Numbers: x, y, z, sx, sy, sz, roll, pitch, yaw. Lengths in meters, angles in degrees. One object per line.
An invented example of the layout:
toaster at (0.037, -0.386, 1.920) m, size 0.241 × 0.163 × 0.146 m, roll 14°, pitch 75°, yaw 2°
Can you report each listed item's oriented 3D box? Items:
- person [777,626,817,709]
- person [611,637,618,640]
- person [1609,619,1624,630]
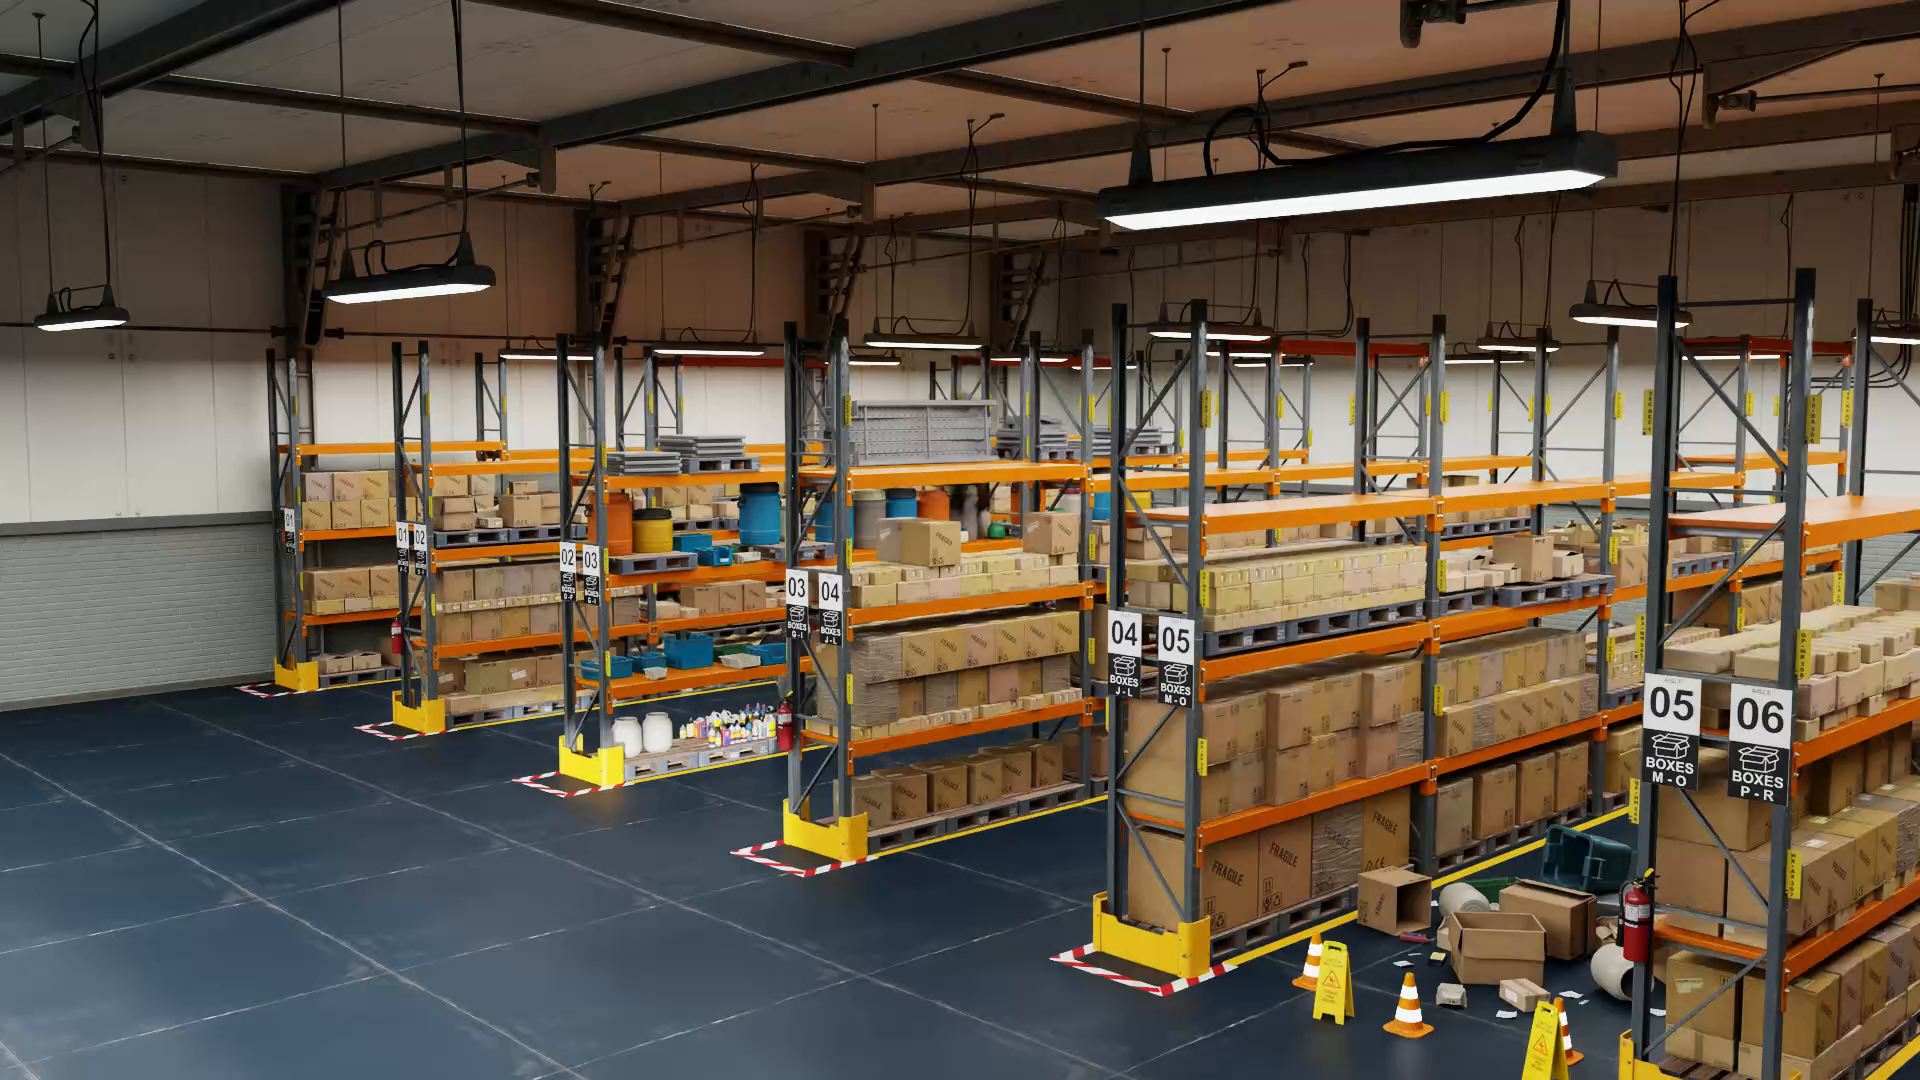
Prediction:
person at (-2.670, 1.966, 26.846) m, size 0.698 × 1.757 × 0.886 m, roll 5°, pitch 7°, yaw 44°
person at (-6.440, 1.676, 30.851) m, size 0.628 × 1.660 × 0.587 m, roll 4°, pitch 6°, yaw 38°
person at (10.222, 2.095, 25.839) m, size 0.892 × 1.741 × 0.586 m, roll -3°, pitch 6°, yaw -34°
